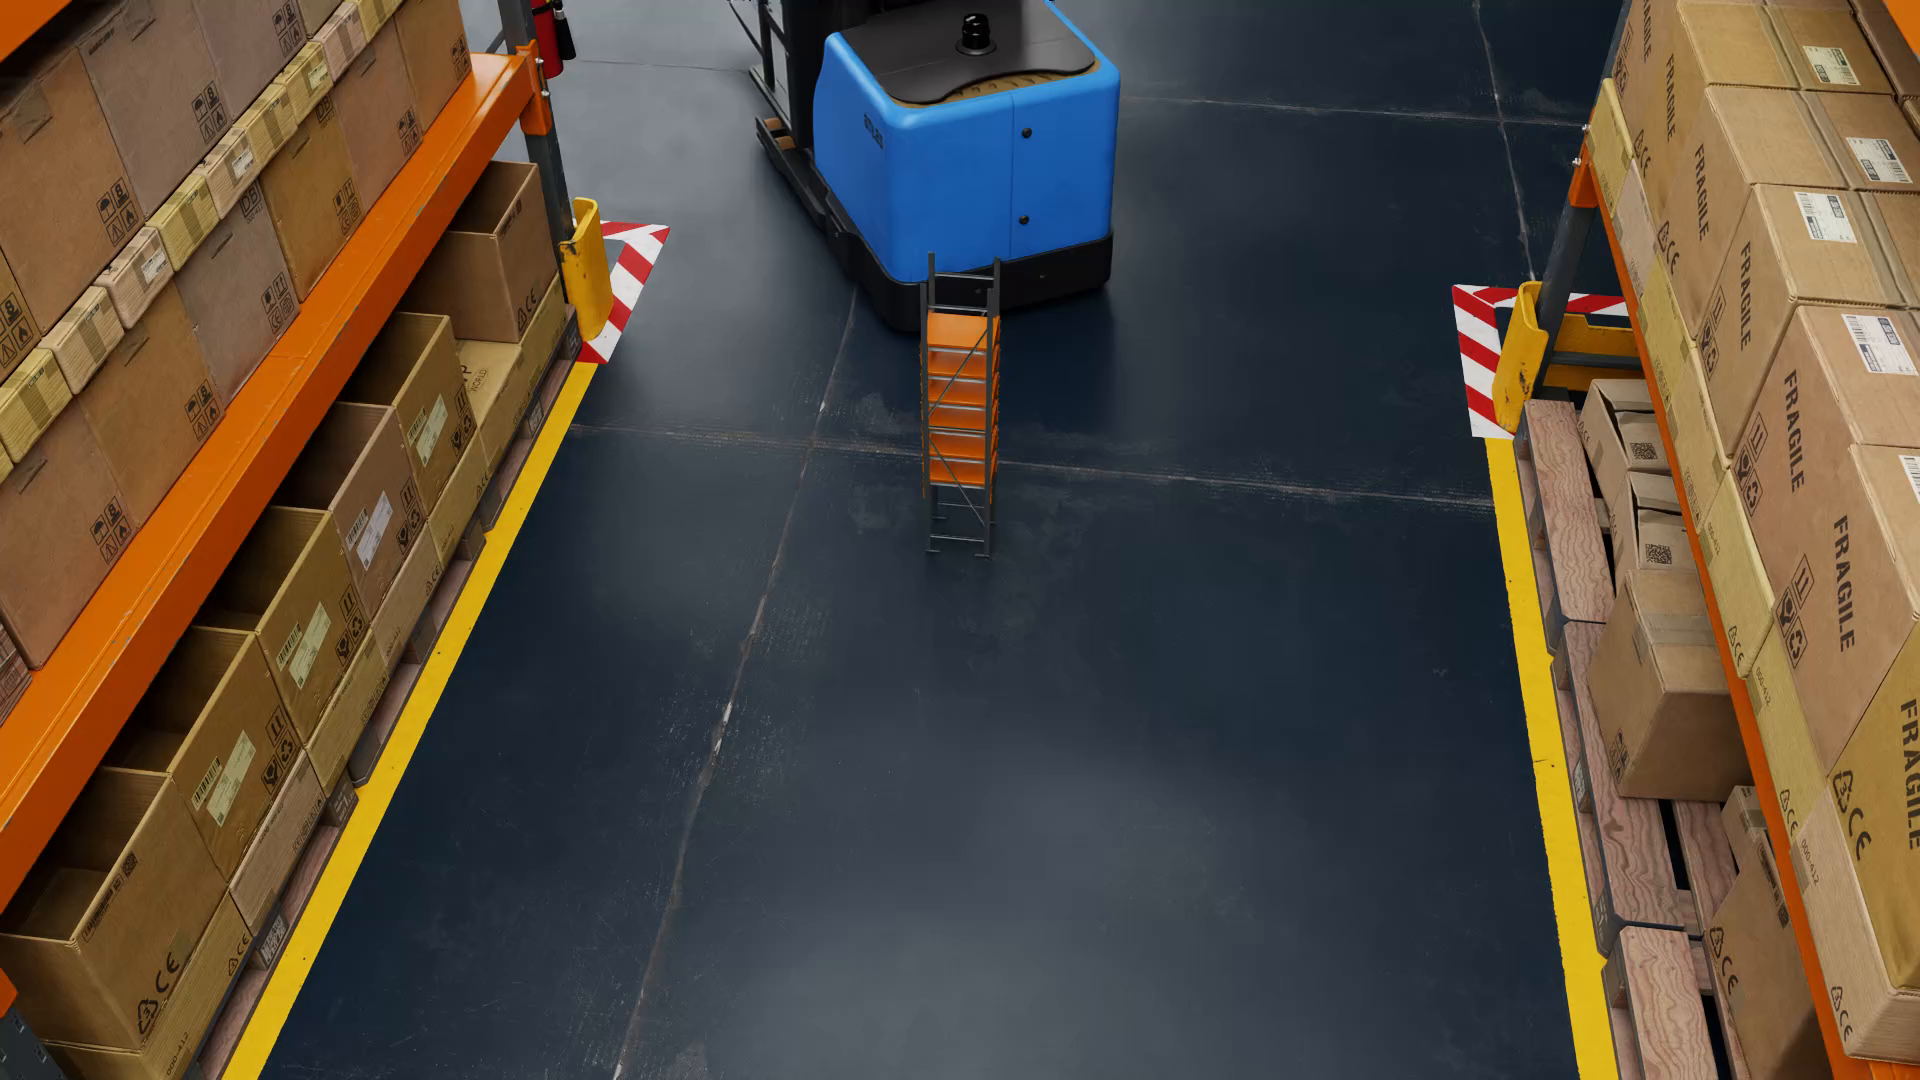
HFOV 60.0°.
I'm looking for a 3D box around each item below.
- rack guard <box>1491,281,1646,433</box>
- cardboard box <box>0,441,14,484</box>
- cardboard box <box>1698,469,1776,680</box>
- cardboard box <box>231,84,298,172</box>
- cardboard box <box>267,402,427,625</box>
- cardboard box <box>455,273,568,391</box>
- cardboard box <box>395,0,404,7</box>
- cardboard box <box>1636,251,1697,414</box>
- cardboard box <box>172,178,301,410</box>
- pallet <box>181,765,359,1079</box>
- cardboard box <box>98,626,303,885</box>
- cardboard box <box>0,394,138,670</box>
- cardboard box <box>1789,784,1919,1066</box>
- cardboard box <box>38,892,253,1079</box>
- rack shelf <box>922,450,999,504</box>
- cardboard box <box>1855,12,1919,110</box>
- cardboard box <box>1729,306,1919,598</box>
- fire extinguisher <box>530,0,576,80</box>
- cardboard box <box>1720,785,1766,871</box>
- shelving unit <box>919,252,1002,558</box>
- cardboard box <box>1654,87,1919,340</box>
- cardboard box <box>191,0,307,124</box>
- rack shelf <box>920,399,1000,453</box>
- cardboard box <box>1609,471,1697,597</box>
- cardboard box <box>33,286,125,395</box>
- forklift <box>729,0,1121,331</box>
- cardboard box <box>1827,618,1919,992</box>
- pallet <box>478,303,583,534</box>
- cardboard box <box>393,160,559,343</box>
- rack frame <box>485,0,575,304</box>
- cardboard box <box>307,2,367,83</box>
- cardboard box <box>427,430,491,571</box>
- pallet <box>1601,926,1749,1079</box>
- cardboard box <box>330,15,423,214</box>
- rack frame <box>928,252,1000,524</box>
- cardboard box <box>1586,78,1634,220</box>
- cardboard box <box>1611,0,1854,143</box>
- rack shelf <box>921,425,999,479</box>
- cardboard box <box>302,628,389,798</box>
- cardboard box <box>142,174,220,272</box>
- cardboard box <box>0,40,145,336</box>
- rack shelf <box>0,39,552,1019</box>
[{"bbox_3d":[2.775,-0.682,6.607,1.175,0.500,0.348,5,44,6],"label":"rack guard"},{"bbox_3d":[-2.362,-0.148,3.680,0.380,0.149,0.250,4,44,4],"label":"cardboard box"},{"bbox_3d":[2.144,0.098,4.059,0.500,0.250,0.500,5,44,5],"label":"cardboard box"},{"bbox_3d":[-2.157,-1.201,4.792,0.380,0.149,0.250,6,44,7],"label":"cardboard box"},{"bbox_3d":[-2.087,-0.100,5.323,0.500,0.500,0.500,5,44,6],"label":"cardboard box"},{"bbox_3d":[-1.904,-0.851,6.662,0.500,0.250,0.500,5,44,6],"label":"cardboard box"},{"bbox_3d":[-2.021,-1.905,5.536,0.380,0.149,0.250,6,44,7],"label":"cardboard box"},{"bbox_3d":[2.278,-0.589,4.785,0.500,0.250,0.500,5,44,5],"label":"cardboard box"},{"bbox_3d":[-2.402,-0.753,4.791,0.700,0.500,0.500,6,44,7],"label":"cardboard box"},{"bbox_3d":[-2.508,1.111,4.923,1.003,0.211,1.213,5,44,6],"label":"pallet"},{"bbox_3d":[-2.225,0.581,4.603,0.500,0.500,0.500,5,44,6],"label":"cardboard box"},{"bbox_3d":[-2.539,-0.063,4.062,0.700,0.500,0.500,5,44,5],"label":"cardboard box"},{"bbox_3d":[2.018,0.781,3.338,0.500,0.250,0.500,5,44,6],"label":"cardboard box"},{"bbox_3d":[-2.293,1.194,4.502,0.500,0.250,0.500,5,44,6],"label":"cardboard box"},{"bbox_3d":[0.002,-0.239,6.043,0.258,0.103,0.180,5,44,6],"label":"rack shelf"},{"bbox_3d":[2.857,-1.184,4.868,0.500,0.500,0.500,6,44,6],"label":"cardboard box"},{"bbox_3d":[2.150,-0.174,3.801,0.500,0.500,0.500,4,44,4],"label":"cardboard box"},{"bbox_3d":[-1.650,-2.100,6.342,0.296,0.674,0.183,5,44,6],"label":"fire extinguisher"},{"bbox_3d":[2.487,0.872,4.901,0.380,0.149,0.250,2,43,2],"label":"cardboard box"},{"bbox_3d":[0.002,-0.446,5.848,0.258,1.200,0.189,5,44,6],"label":"shelving unit"},{"bbox_3d":[2.274,-0.881,4.548,0.500,0.500,0.500,4,44,4],"label":"cardboard box"},{"bbox_3d":[-2.337,-1.541,4.680,0.700,0.500,0.500,5,44,6],"label":"cardboard box"},{"bbox_3d":[0.002,-0.413,5.878,0.258,0.103,0.180,5,44,6],"label":"rack shelf"},{"bbox_3d":[2.529,0.027,5.676,0.500,0.311,0.500,9,44,9],"label":"cardboard box"},{"bbox_3d":[-2.293,-0.497,4.049,0.380,0.149,0.250,4,44,4],"label":"cardboard box"},{"bbox_3d":[-0.363,-2.977,7.263,1.130,2.935,3.031,-16,46,-16],"label":"forklift"},{"bbox_3d":[2.012,0.509,3.080,0.500,0.500,0.500,5,44,5],"label":"cardboard box"},{"bbox_3d":[-2.185,-0.552,6.679,1.003,0.211,1.213,5,44,6],"label":"pallet"},{"bbox_3d":[-1.902,-1.123,6.404,0.500,0.500,0.500,5,44,6],"label":"cardboard box"},{"bbox_3d":[-2.126,-2.089,6.275,1.000,3.000,0.127,5,44,6],"label":"rack frame"},{"bbox_3d":[-2.090,-1.559,5.171,0.380,0.149,0.250,6,44,6],"label":"cardboard box"},{"bbox_3d":[-2.022,-0.168,5.940,0.500,0.250,0.500,5,44,6],"label":"cardboard box"},{"bbox_3d":[2.310,1.636,4.369,1.003,0.211,1.213,5,44,6],"label":"pallet"},{"bbox_3d":[-2.265,-1.450,5.527,0.700,0.500,0.500,6,44,7],"label":"cardboard box"},{"bbox_3d":[0.014,-0.508,5.914,0.240,1.200,0.006,5,44,6],"label":"rack frame"},{"bbox_3d":[2.406,-1.291,5.526,0.500,0.250,0.500,4,44,4],"label":"cardboard box"},{"bbox_3d":[2.424,-1.569,5.274,0.500,0.500,0.500,5,44,6],"label":"cardboard box"},{"bbox_3d":[0.002,-0.326,5.961,0.258,0.103,0.180,5,44,6],"label":"rack shelf"},{"bbox_3d":[-2.150,0.514,5.220,0.500,0.250,0.500,5,44,6],"label":"cardboard box"},{"bbox_3d":[-2.226,-0.857,4.429,0.380,0.149,0.250,5,44,5],"label":"cardboard box"},{"bbox_3d":[-2.470,-0.859,3.960,0.700,0.500,0.500,5,44,5],"label":"cardboard box"},{"bbox_3d":[-2.390,-0.465,5.083,1.077,0.370,4.000,5,44,6],"label":"rack shelf"}]
